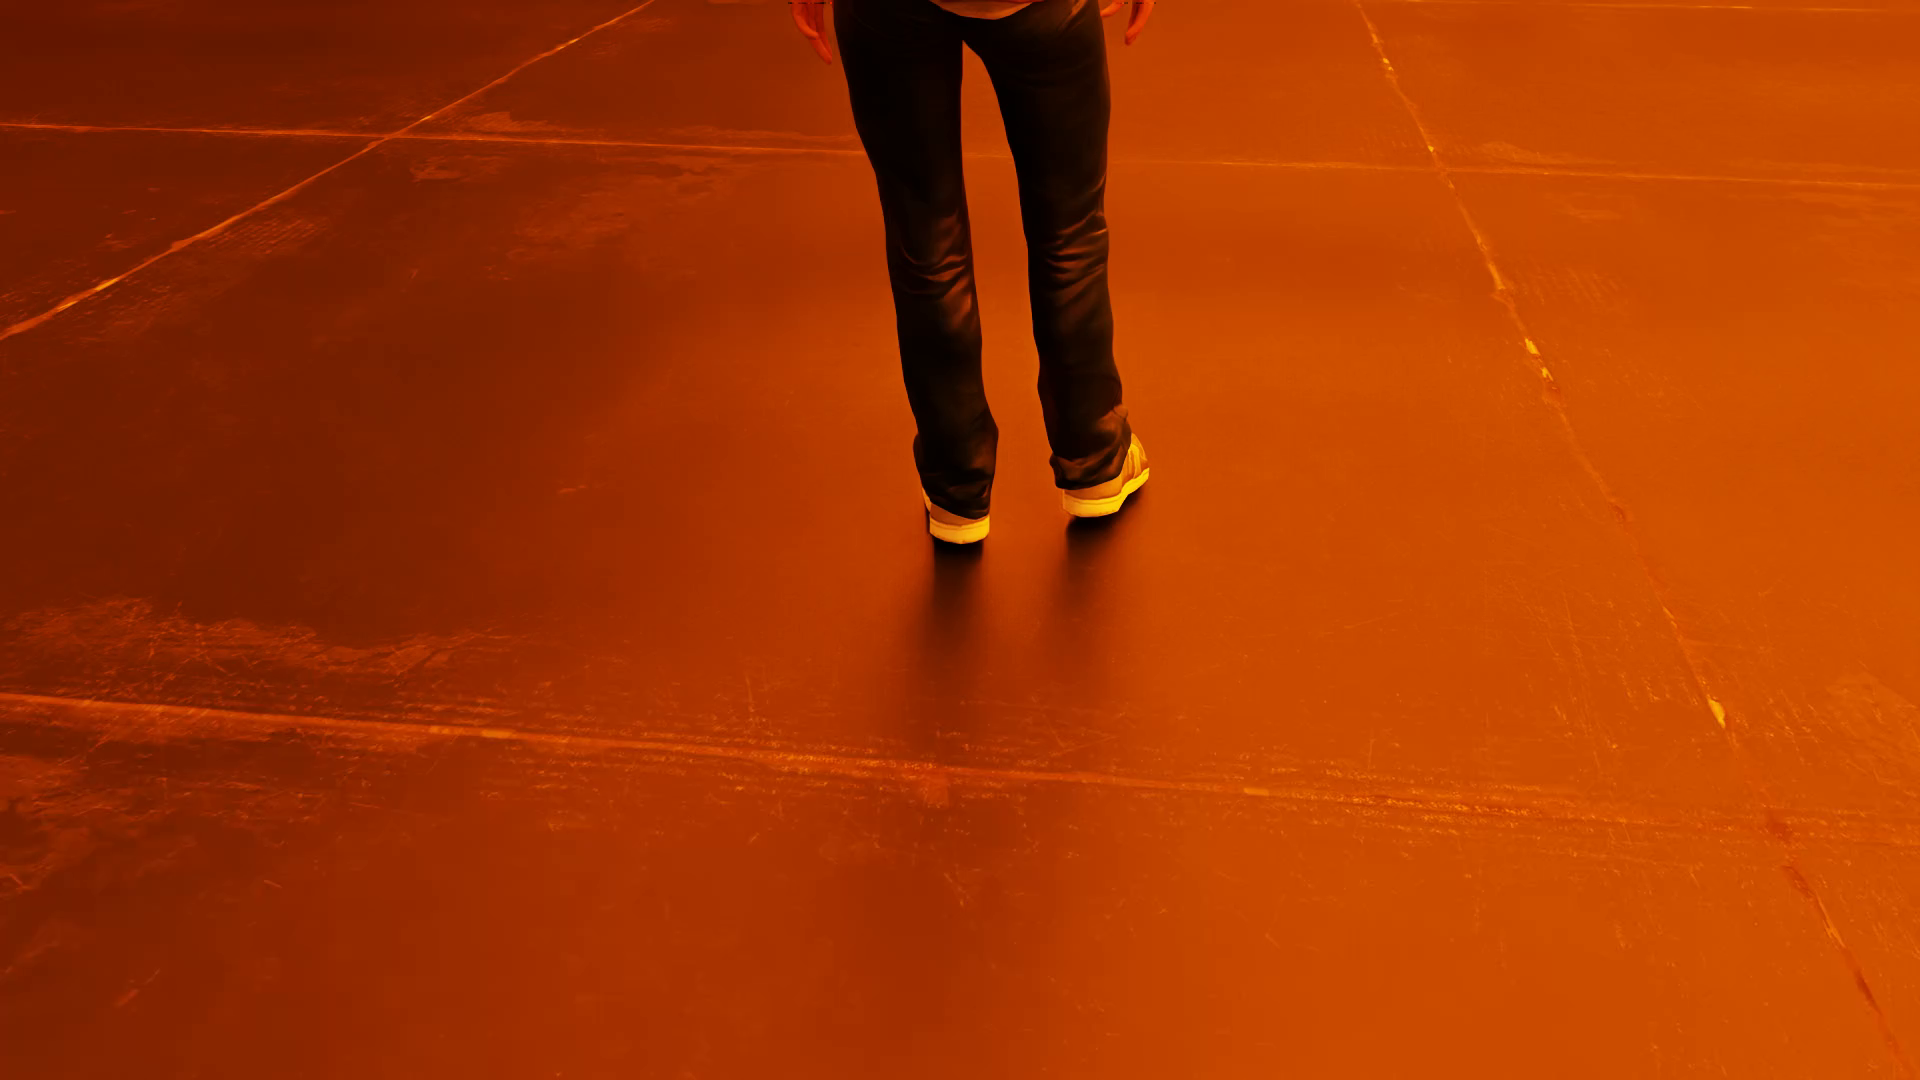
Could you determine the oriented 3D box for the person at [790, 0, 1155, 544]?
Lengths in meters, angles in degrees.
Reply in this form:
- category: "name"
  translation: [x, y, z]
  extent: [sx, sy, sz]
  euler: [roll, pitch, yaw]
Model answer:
- category: "person"
  translation: [0.023, -0.753, 2.205]
  extent: [0.521, 1.599, 0.473]
  euler: [3, 27, 7]
